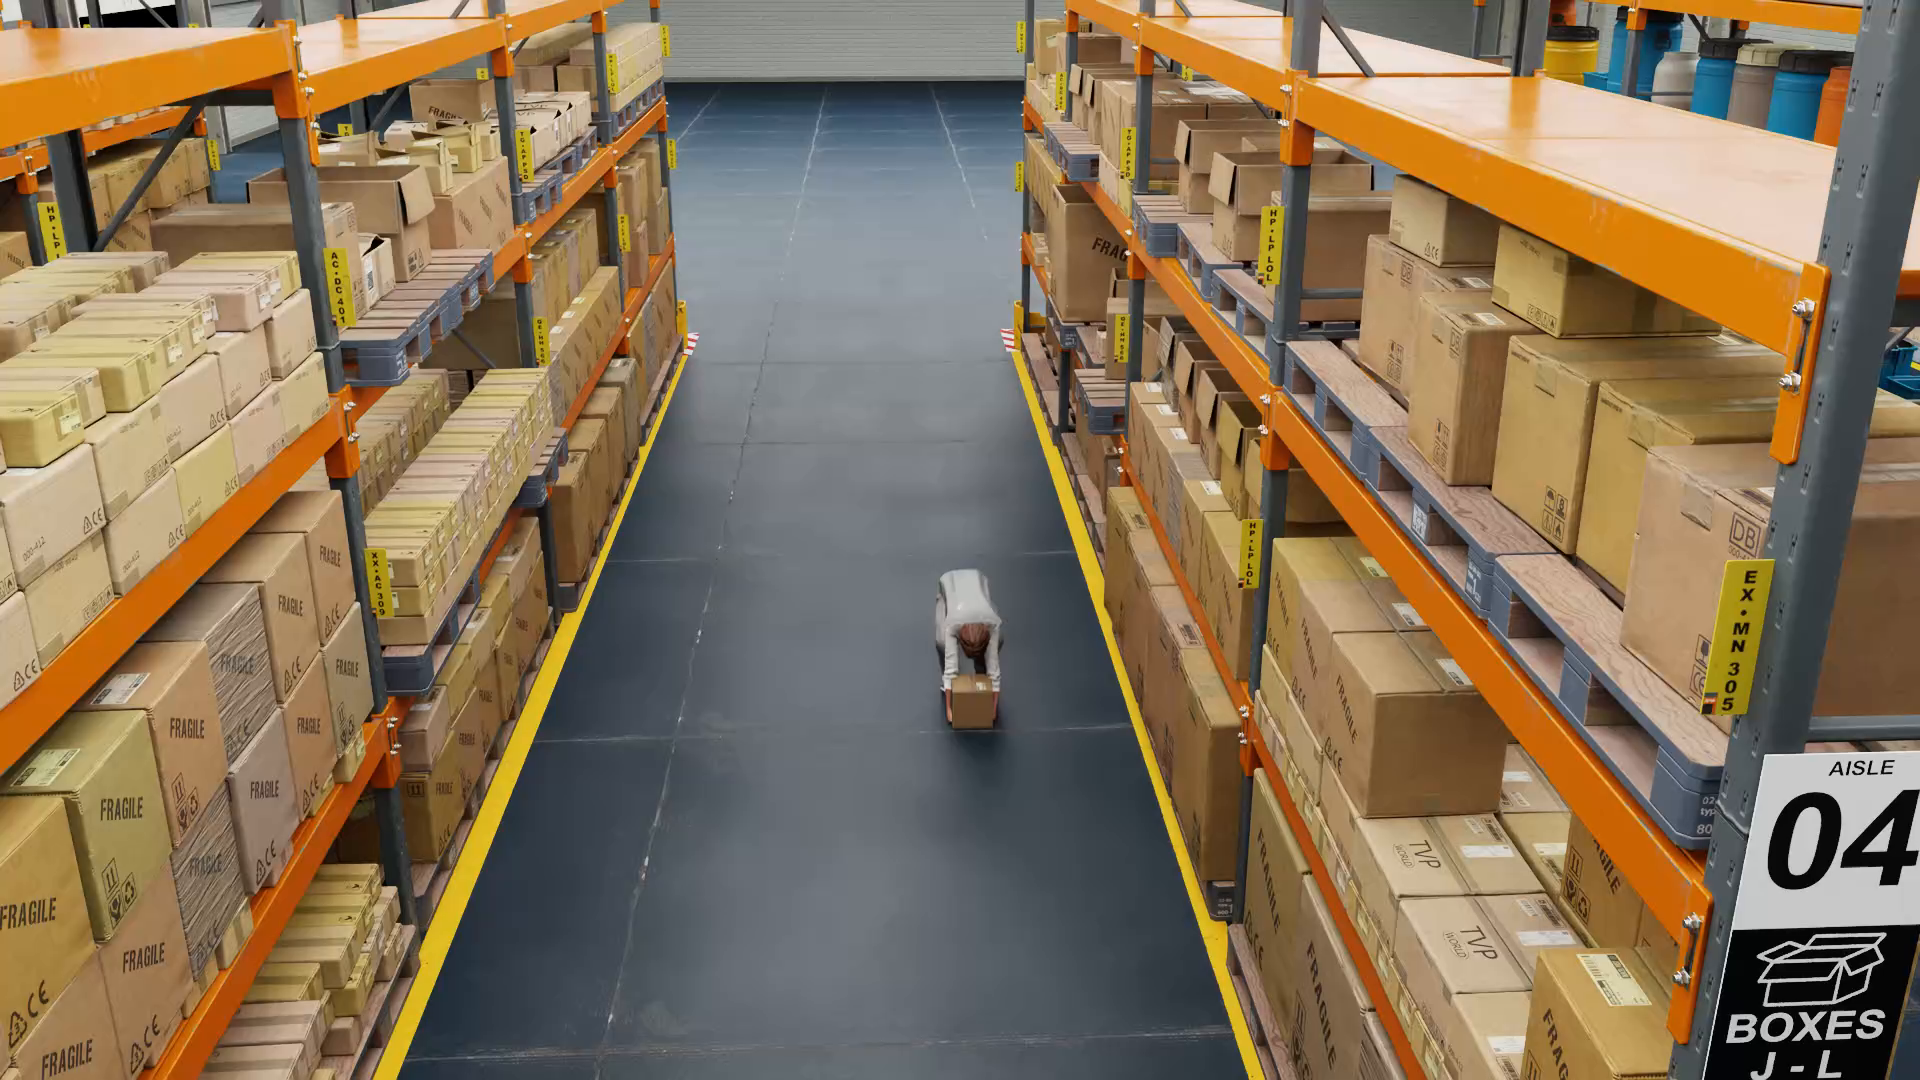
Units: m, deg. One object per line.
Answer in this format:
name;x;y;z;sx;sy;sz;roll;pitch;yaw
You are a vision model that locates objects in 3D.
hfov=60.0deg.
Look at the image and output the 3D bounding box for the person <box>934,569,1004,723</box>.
person;0.060;0.662;10.550;0.433;0.768;0.864;-2;21;-5
